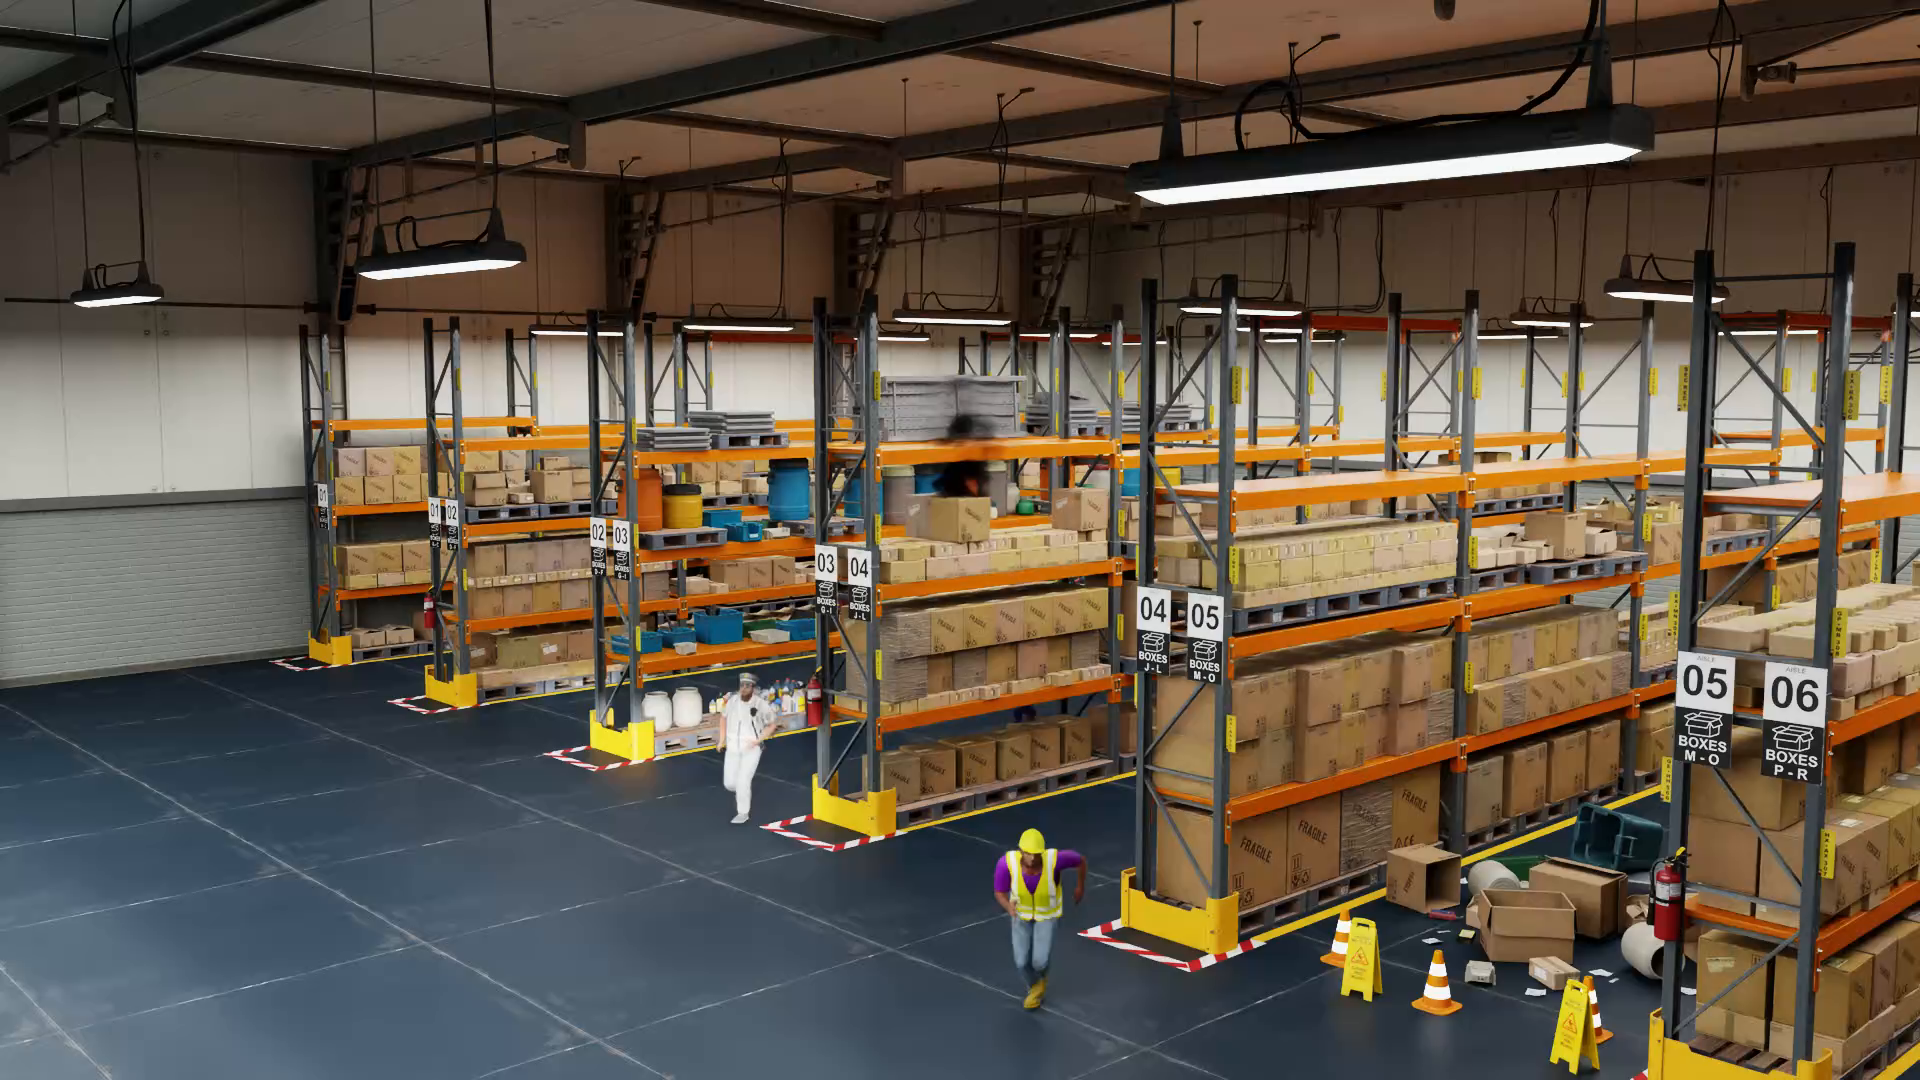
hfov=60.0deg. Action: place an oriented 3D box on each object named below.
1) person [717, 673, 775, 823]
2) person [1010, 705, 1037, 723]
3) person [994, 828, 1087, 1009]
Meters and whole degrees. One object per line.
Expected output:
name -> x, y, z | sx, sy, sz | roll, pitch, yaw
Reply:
person -> -2.467, 2.369, 19.203 | 0.694, 1.723, 0.624 | 1, 6, 12
person -> 0.869, 1.934, 23.680 | 0.612, 1.634, 0.894 | 5, 7, 40
person -> 0.637, 3.032, 13.264 | 0.726, 1.602, 0.851 | 1, 6, 8
